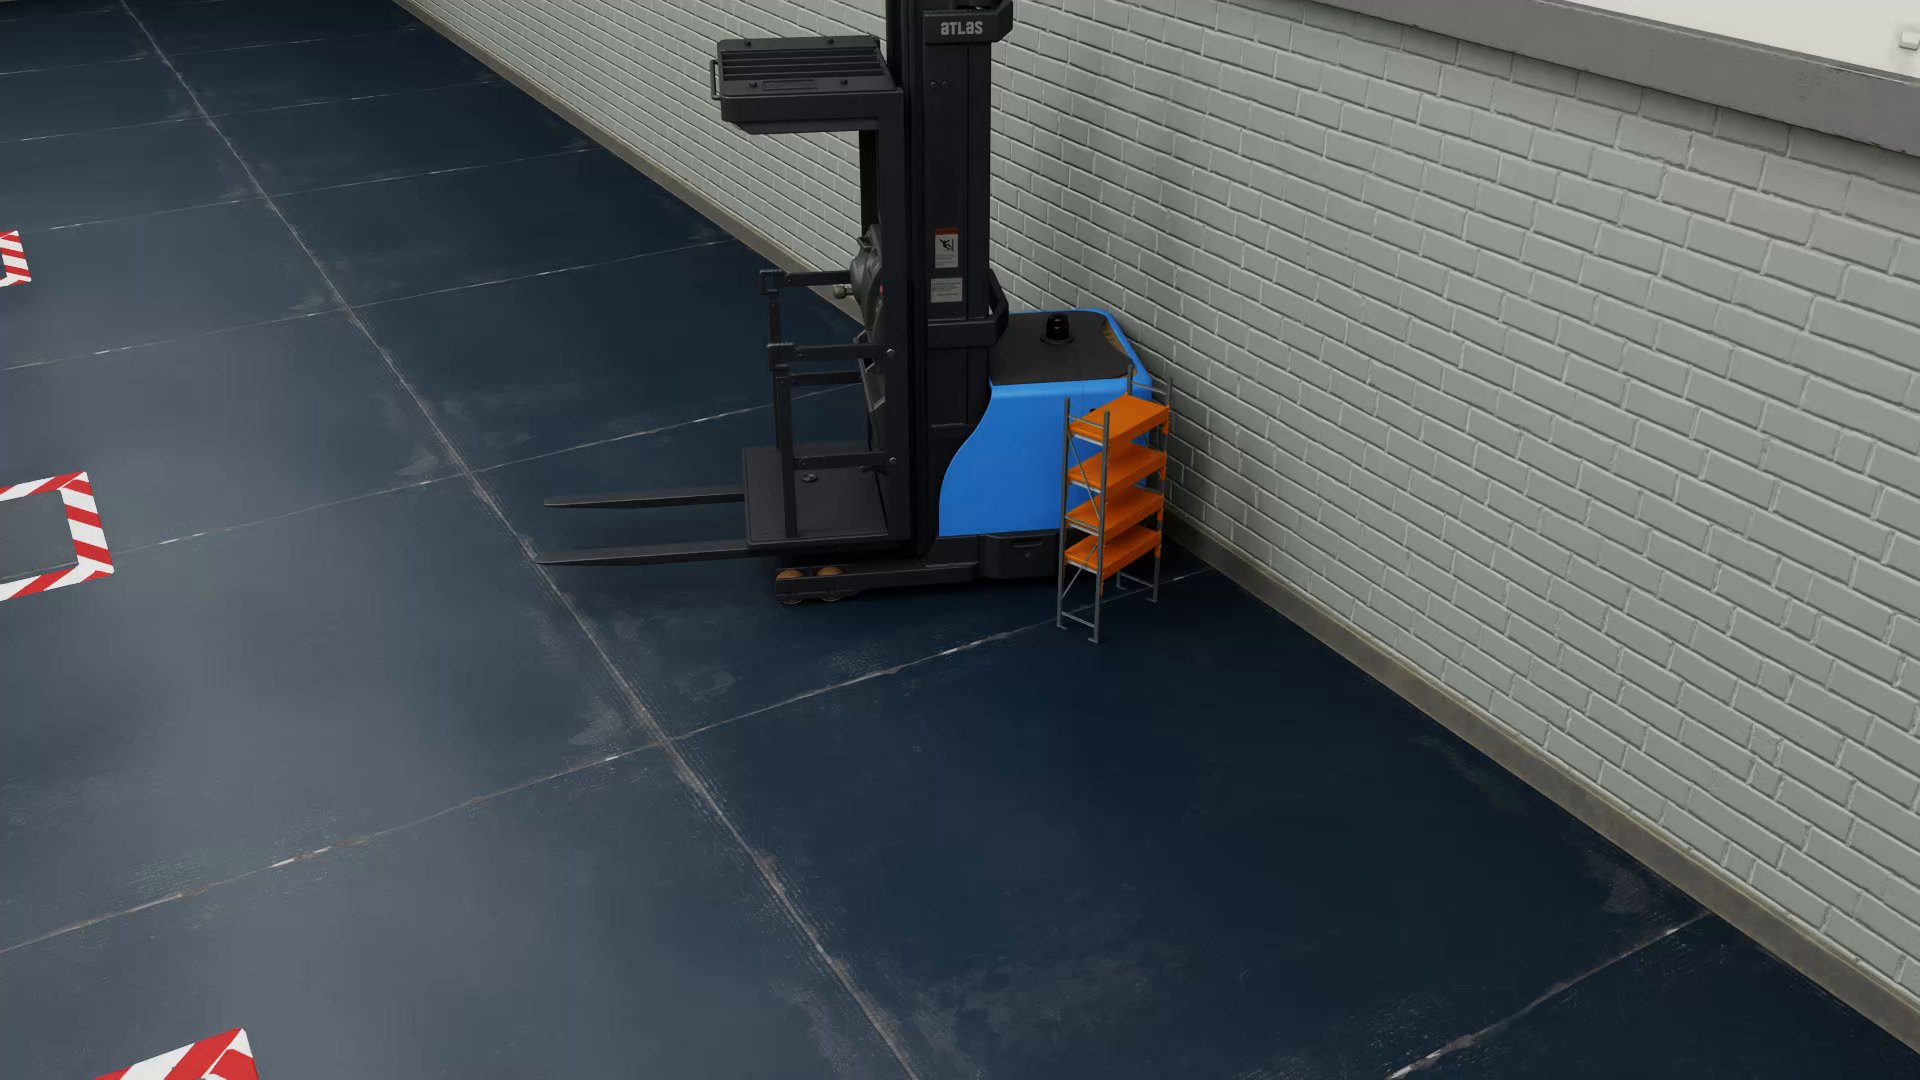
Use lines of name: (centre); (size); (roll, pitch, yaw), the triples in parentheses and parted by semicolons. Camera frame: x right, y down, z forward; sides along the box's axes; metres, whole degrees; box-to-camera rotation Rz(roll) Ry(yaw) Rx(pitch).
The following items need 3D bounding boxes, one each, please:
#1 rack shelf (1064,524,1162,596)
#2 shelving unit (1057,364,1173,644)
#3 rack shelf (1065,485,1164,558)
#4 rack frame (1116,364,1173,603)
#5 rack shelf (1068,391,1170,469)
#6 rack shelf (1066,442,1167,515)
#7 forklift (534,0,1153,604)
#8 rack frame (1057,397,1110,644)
rack shelf: (0.720, 0.068, 7.935); (0.258, 0.148, 0.480); (22, 36, 35)
shelving unit: (0.720, -0.165, 7.807); (0.258, 1.200, 0.503); (22, 36, 35)
rack shelf: (0.720, -0.106, 7.839); (0.258, 0.148, 0.480); (22, 36, 35)
rack frame: (0.878, -0.255, 7.969); (0.240, 1.200, 0.015); (22, 36, 35)
rack shelf: (0.720, -0.509, 7.617); (0.258, 0.148, 0.480); (22, 36, 35)
rack shelf: (0.720, -0.302, 7.731); (0.258, 0.148, 0.480); (22, 36, 35)
forklift: (-0.622, -1.241, 7.964); (3.031, 2.935, 1.130); (-4, 29, -7)
rack frame: (0.562, -0.075, 7.644); (0.240, 1.200, 0.015); (22, 36, 35)
